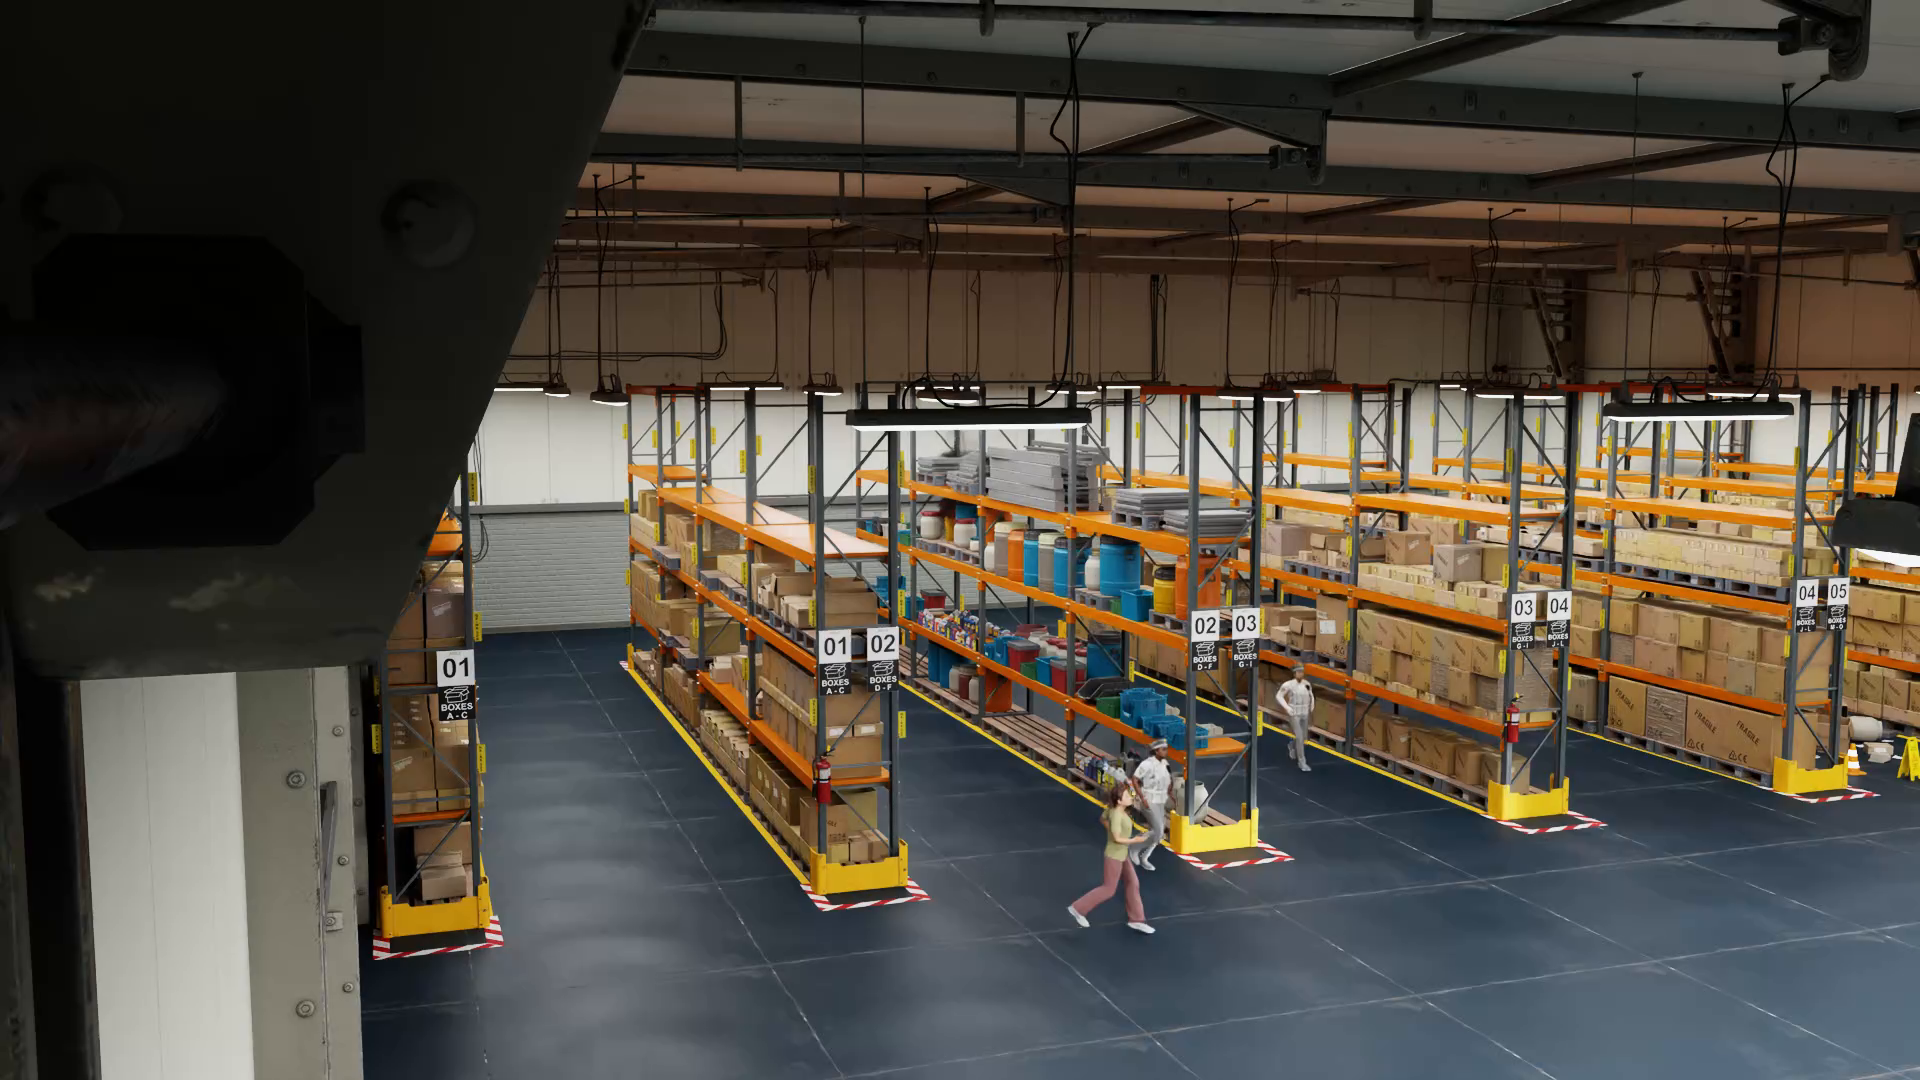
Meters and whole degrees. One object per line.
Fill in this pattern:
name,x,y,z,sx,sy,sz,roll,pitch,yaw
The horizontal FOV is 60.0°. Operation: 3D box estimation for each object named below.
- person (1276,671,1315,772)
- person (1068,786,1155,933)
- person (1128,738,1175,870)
person,5.340,2.793,26.373,0.627,1.637,0.766,-2,6,-19
person,1.708,3.578,18.645,0.966,1.682,0.585,1,6,8
person,2.483,3.341,21.126,0.508,1.649,0.614,5,8,42
